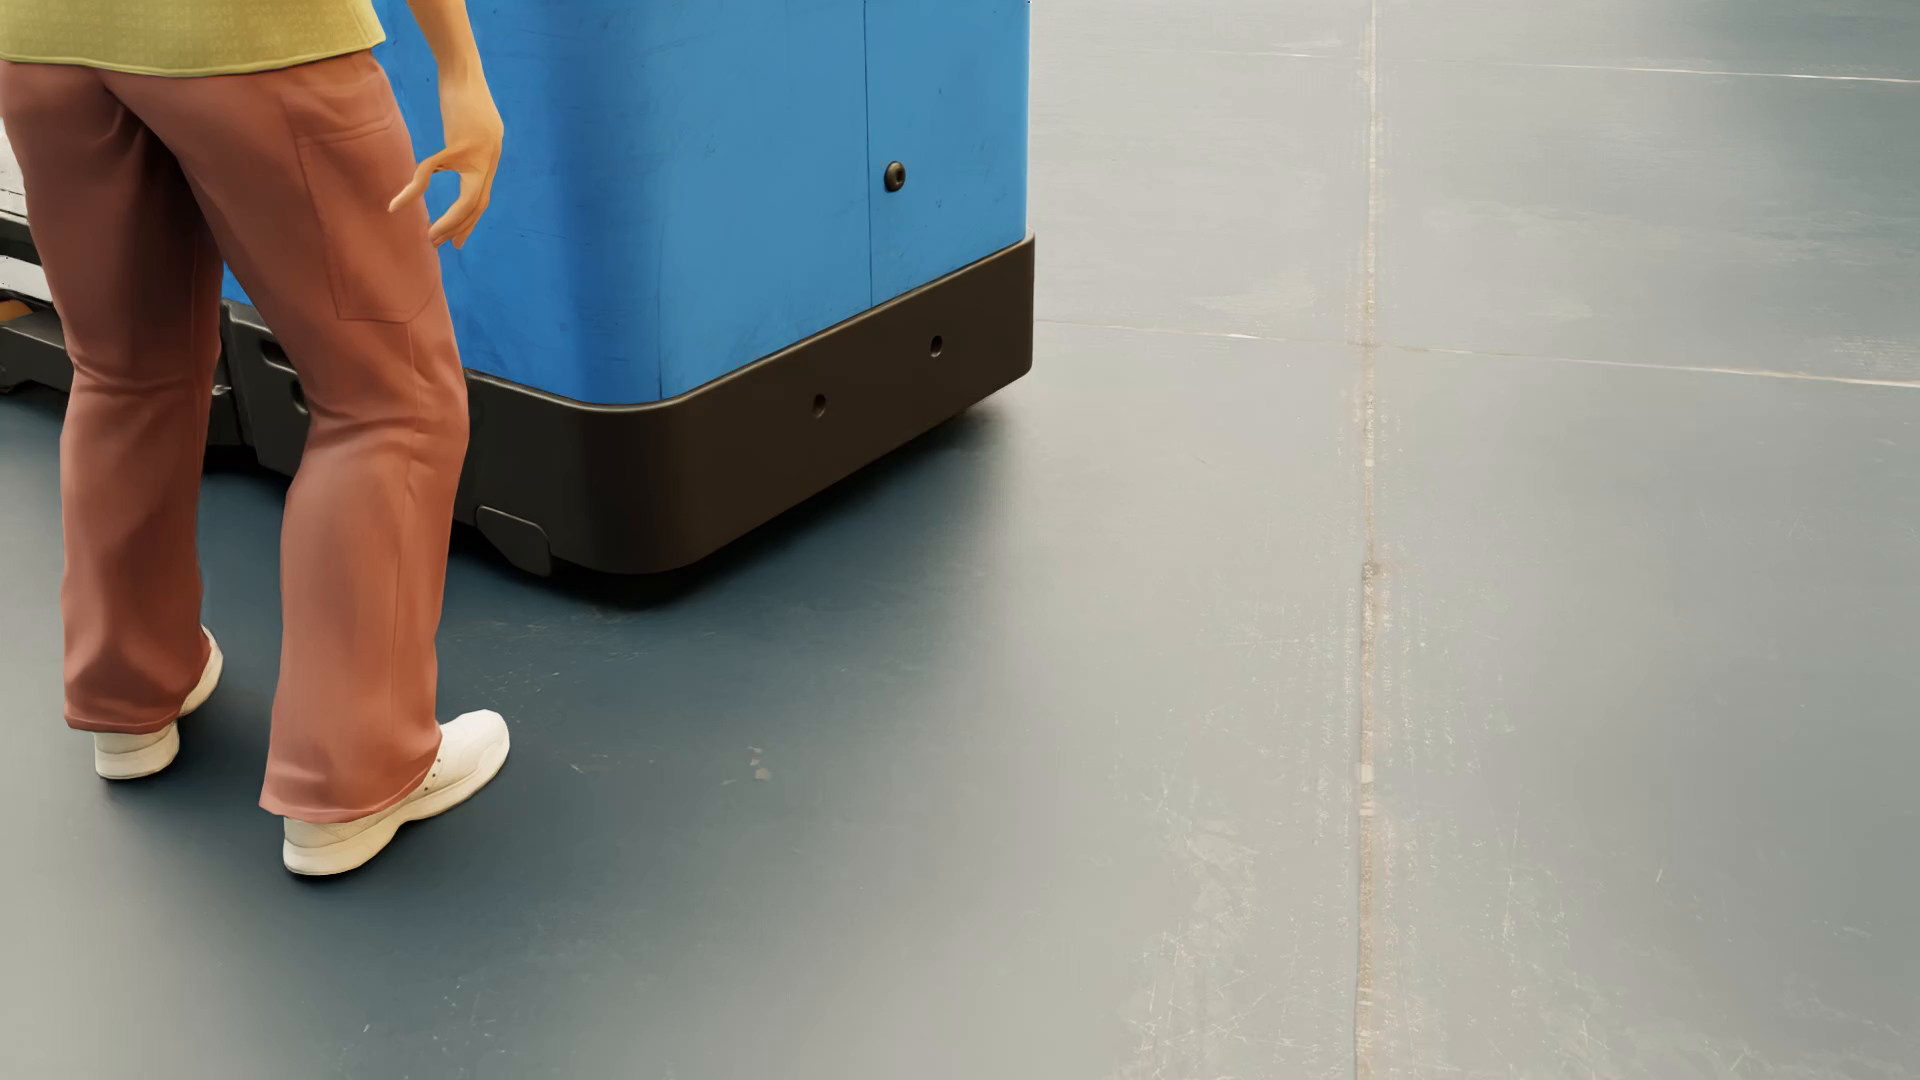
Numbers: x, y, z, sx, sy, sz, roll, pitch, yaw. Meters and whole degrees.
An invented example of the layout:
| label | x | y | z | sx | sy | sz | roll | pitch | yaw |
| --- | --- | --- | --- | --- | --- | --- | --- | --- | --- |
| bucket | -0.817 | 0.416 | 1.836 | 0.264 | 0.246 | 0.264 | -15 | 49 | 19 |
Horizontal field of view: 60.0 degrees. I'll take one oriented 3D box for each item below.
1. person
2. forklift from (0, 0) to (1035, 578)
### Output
| label | x | y | z | sx | sy | sz | roll | pitch | yaw |
| --- | --- | --- | --- | --- | --- | --- | --- | --- | --- |
| person | -0.732 | -0.458 | 1.582 | 0.737 | 1.650 | 0.369 | 8 | 28 | 16 |
| forklift | -1.380 | -1.754 | 2.723 | 3.031 | 2.935 | 1.130 | 17 | 31 | 30 |
